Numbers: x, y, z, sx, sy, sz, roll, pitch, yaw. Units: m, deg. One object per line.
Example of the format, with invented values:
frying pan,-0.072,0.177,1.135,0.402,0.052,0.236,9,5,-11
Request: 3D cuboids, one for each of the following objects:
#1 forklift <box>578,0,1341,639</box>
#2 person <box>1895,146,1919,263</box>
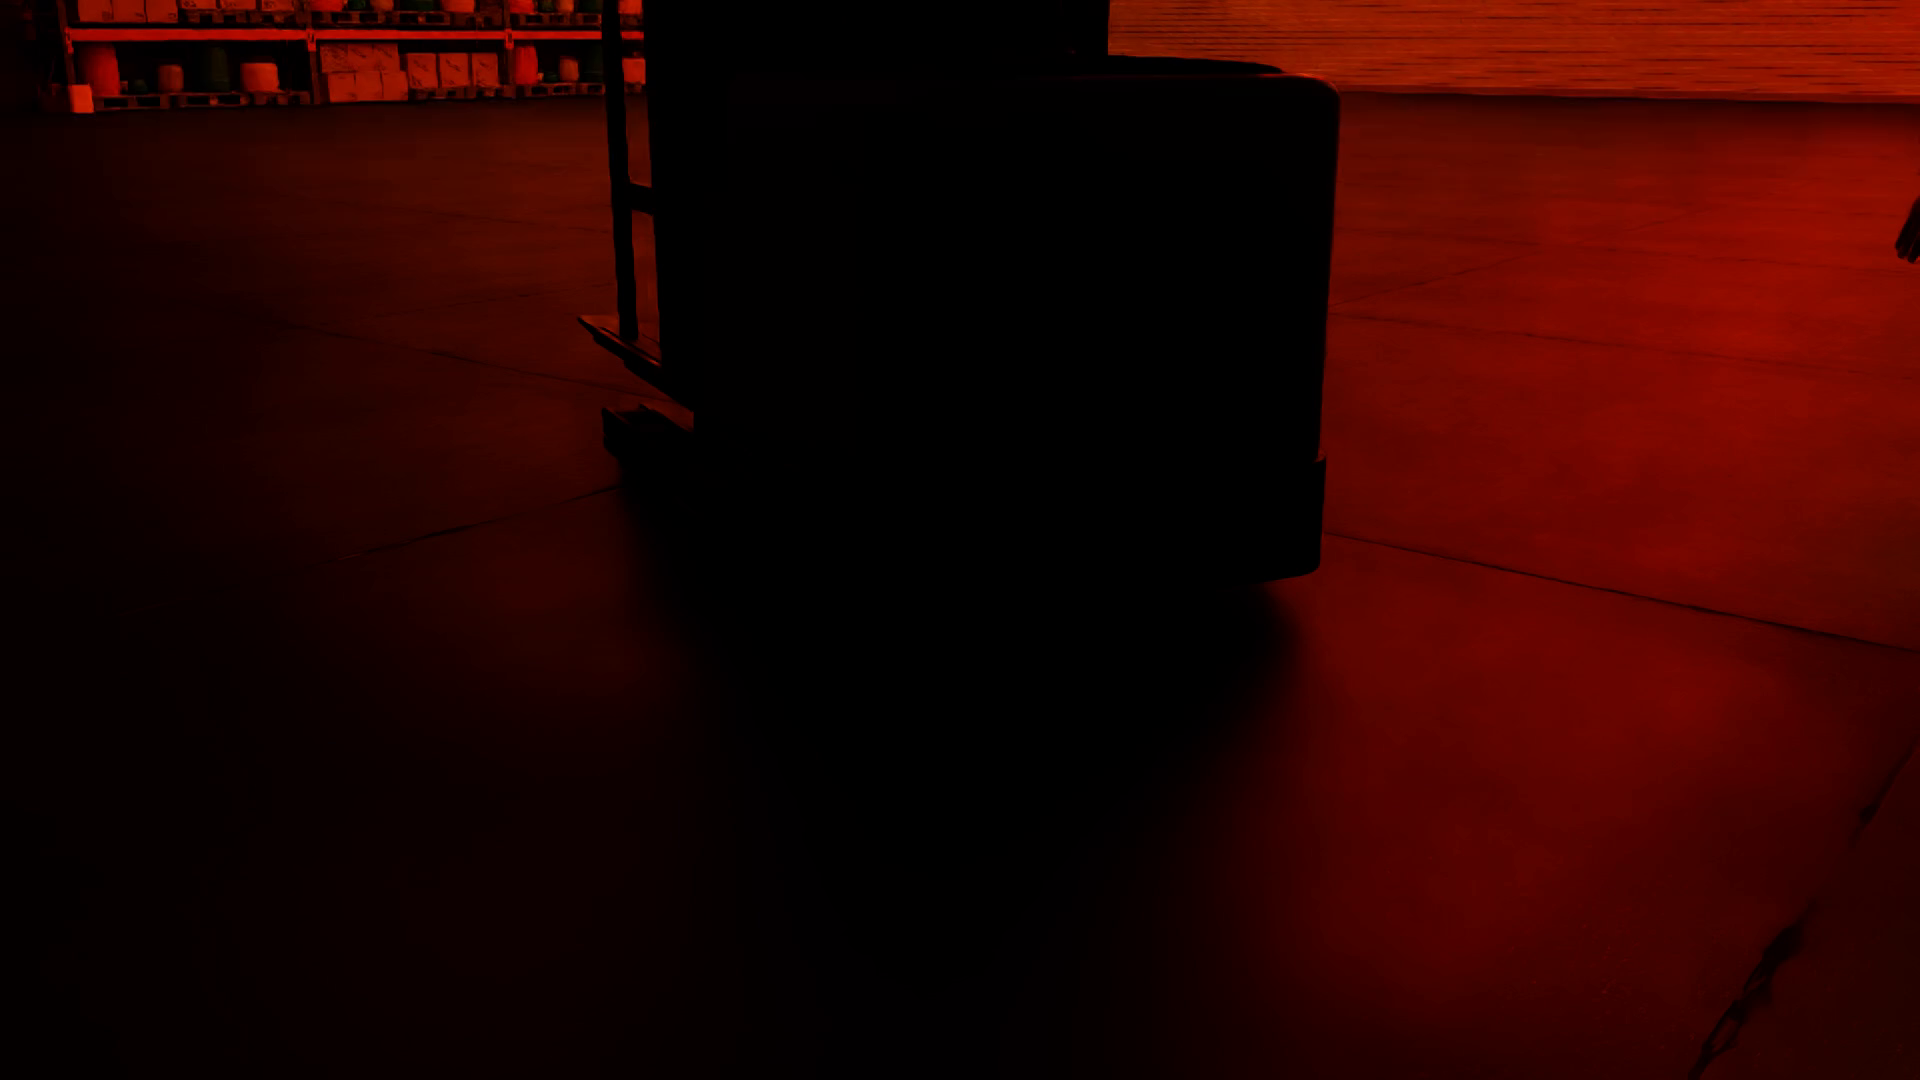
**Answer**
forklift,-0.337,-1.600,4.168,1.130,2.935,3.031,-8,19,-25
person,2.552,-0.685,3.708,0.772,1.500,0.688,-12,21,-35
